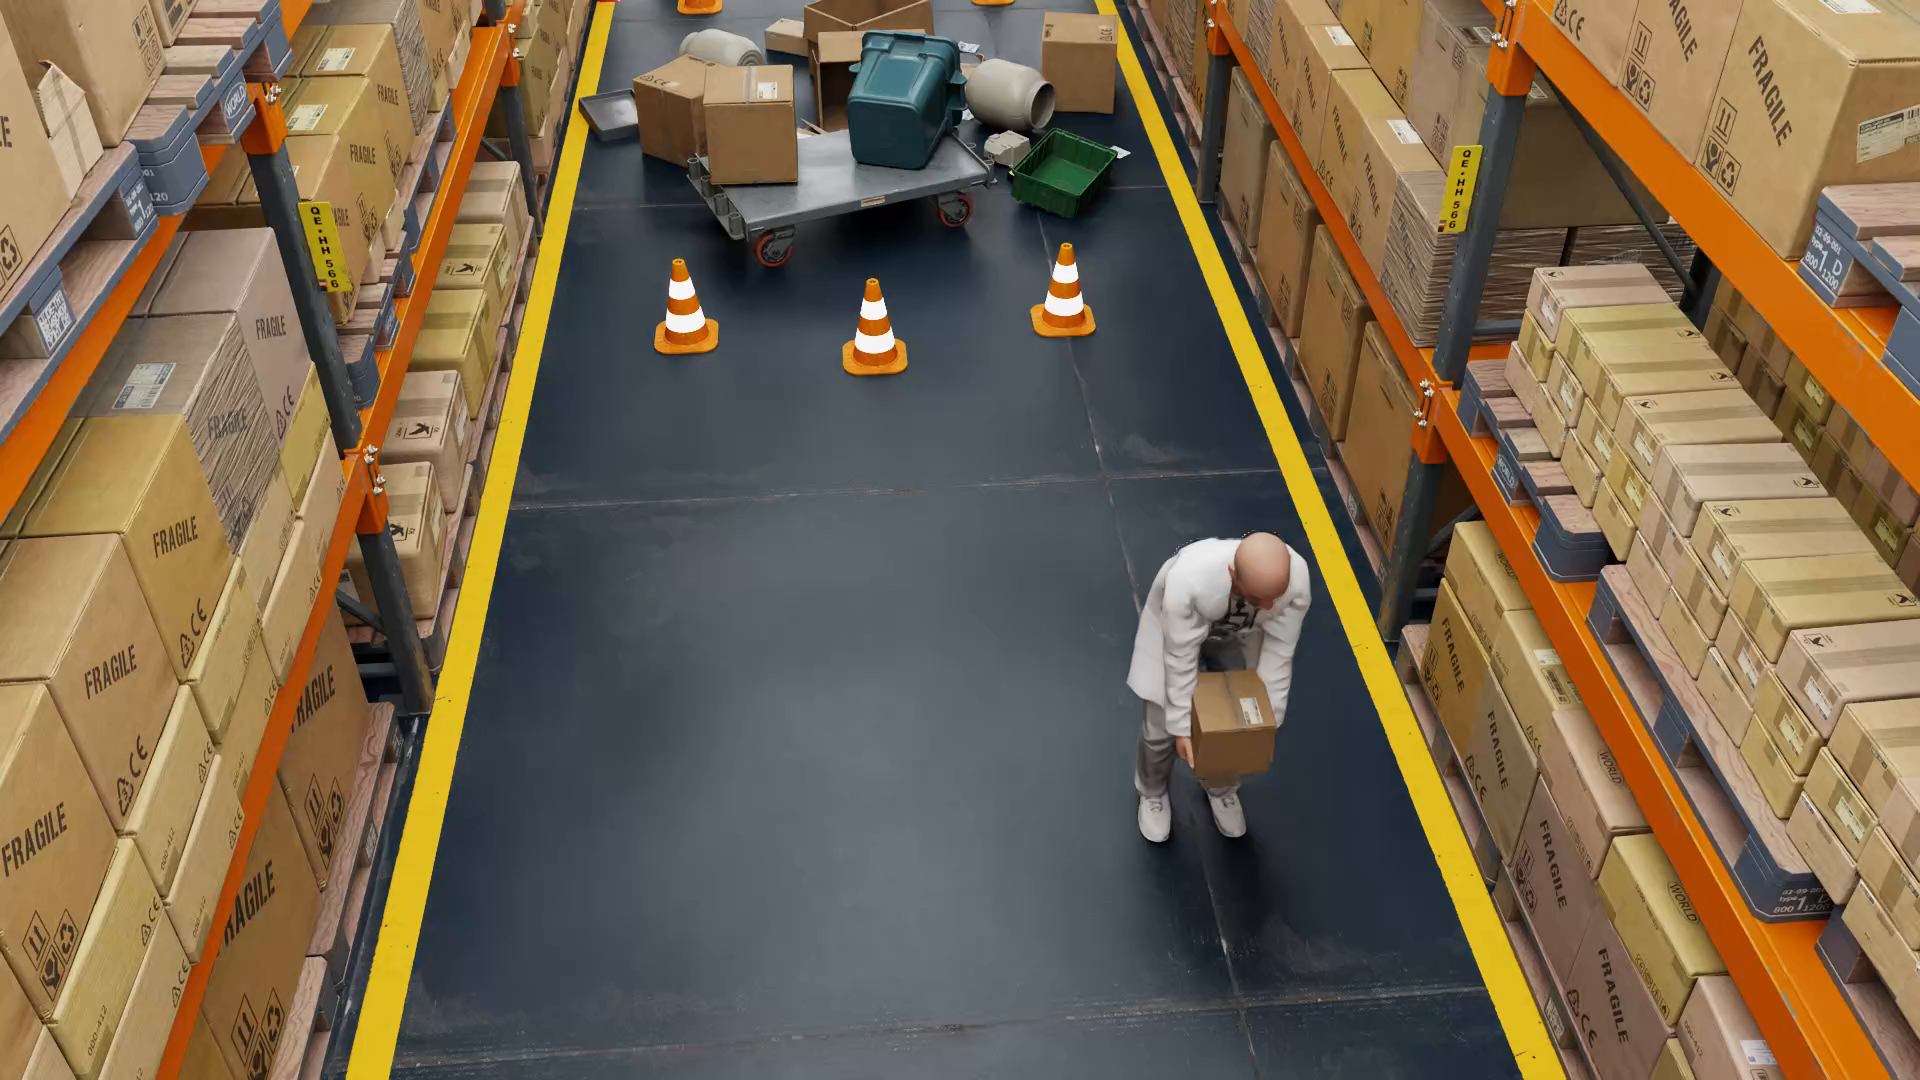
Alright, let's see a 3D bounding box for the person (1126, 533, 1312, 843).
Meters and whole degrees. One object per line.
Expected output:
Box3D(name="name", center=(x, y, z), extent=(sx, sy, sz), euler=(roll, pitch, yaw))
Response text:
Box3D(name="person", center=(0.874, 0.469, 5.719), extent=(0.549, 1.608, 0.717), euler=(-4, 39, -5))
